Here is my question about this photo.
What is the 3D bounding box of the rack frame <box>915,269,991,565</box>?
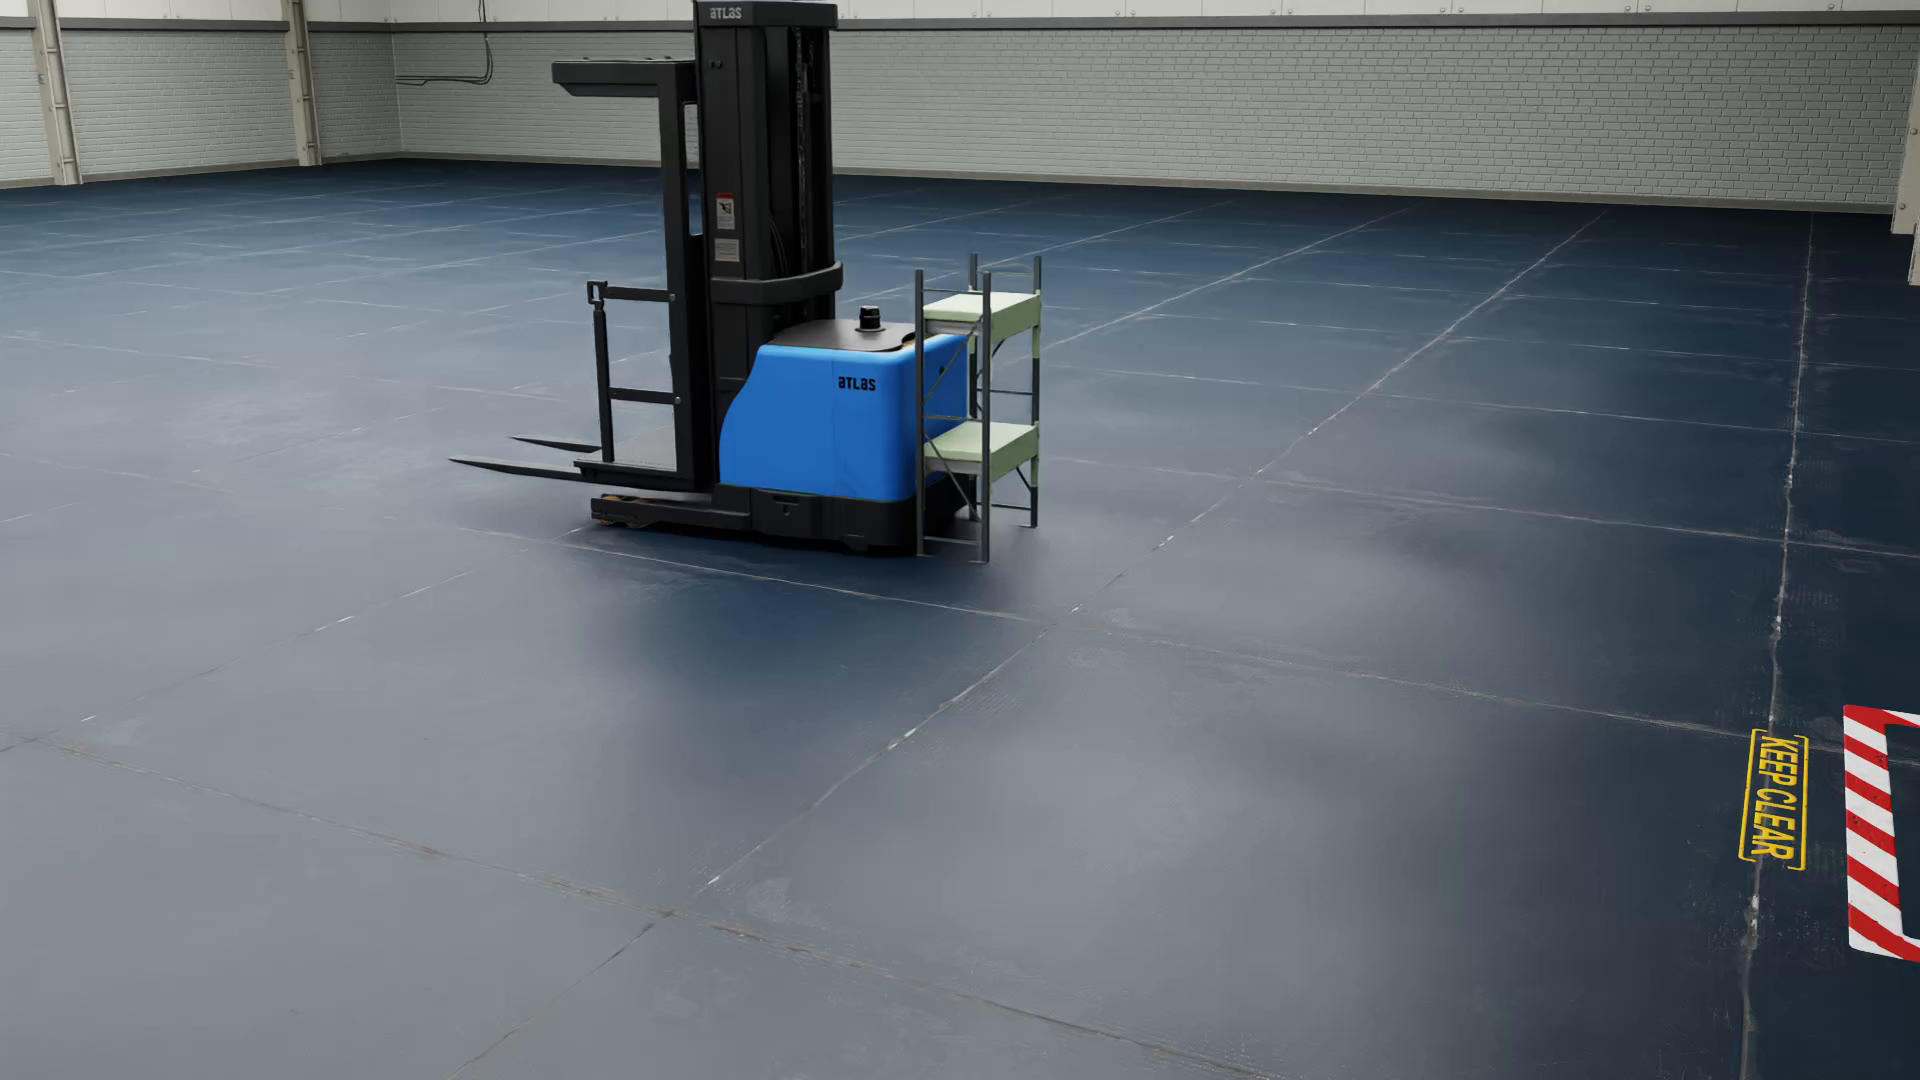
[{"bbox_3d":[-0.038,-0.614,8.459,0.400,1.500,0.023,7,18,22],"label":"rack frame"}]

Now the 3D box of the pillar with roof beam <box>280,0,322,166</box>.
[{"bbox_3d":[-10.763,-12.197,34.286,9.100,9.000,0.400,8,18,25],"label":"pillar with roof beam"}]

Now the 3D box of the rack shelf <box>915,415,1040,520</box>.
[{"bbox_3d":[0.102,-0.398,8.876,0.431,0.370,0.720,7,18,22],"label":"rack shelf"}]

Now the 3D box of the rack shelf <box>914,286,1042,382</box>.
[{"bbox_3d":[0.103,-1.085,8.671,0.431,0.370,0.720,7,18,22],"label":"rack shelf"}]

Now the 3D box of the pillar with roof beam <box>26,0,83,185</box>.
[{"bbox_3d":[-13.444,-10.669,29.140,9.100,9.000,0.400,8,18,25],"label":"pillar with roof beam"}]

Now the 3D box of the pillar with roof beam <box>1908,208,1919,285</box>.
[{"bbox_3d":[7.033,-7.757,19.336,9.100,9.000,0.400,8,18,25],"label":"pillar with roof beam"}]

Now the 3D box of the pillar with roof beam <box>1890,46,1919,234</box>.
[{"bbox_3d":[9.714,-9.285,24.481,9.100,9.000,0.400,8,18,25],"label":"pillar with roof beam"}]

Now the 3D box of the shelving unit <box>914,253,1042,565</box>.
[{"bbox_3d":[0.102,-0.711,8.783,0.431,1.500,0.755,7,18,22],"label":"shelving unit"}]

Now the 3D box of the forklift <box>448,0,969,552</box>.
[{"bbox_3d":[-1.514,-1.596,9.249,3.031,2.935,1.130,7,18,22],"label":"forklift"}]

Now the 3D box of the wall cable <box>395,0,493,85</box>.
[{"bbox_3d":[-12.115,-11.839,38.532,3.097,2.526,0.112,8,18,25],"label":"wall cable"}]

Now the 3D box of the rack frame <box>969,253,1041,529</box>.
[{"bbox_3d":[0.243,-0.807,9.107,0.400,1.500,0.023,7,18,22],"label":"rack frame"}]
